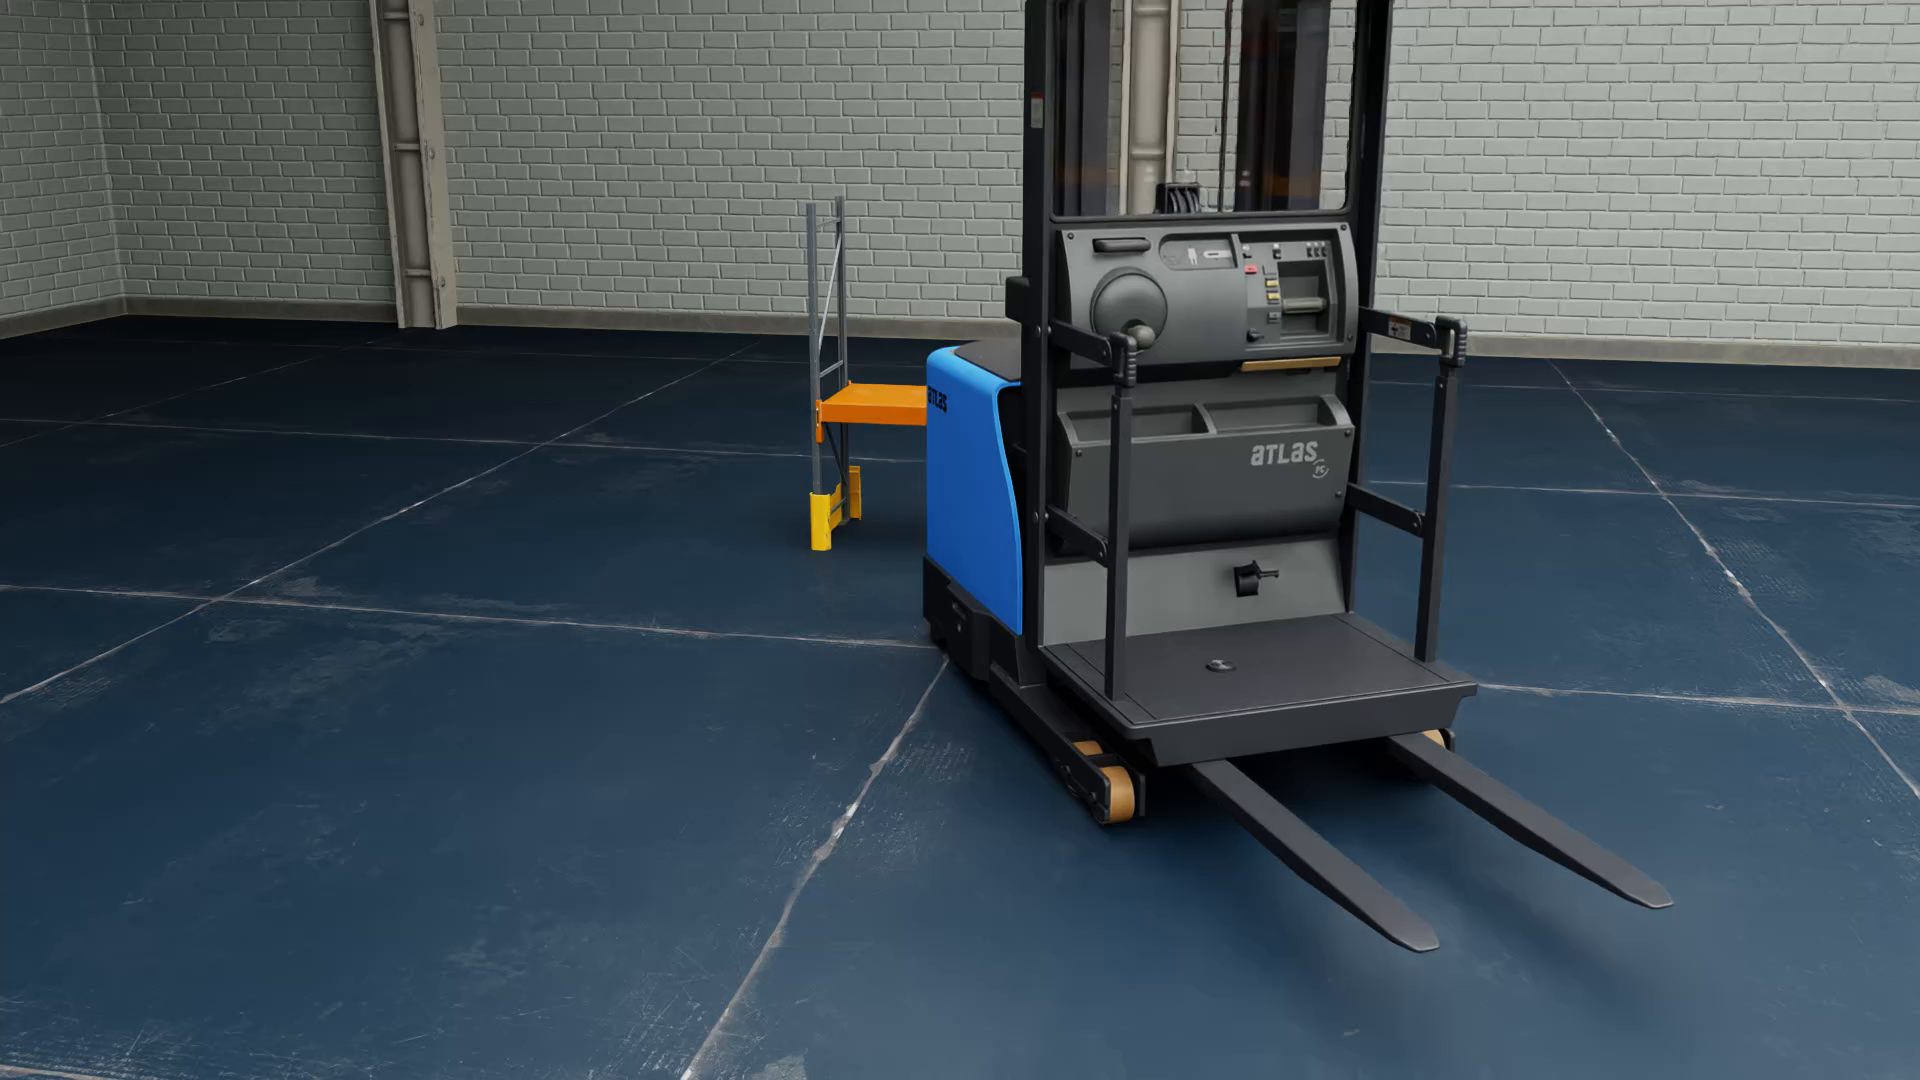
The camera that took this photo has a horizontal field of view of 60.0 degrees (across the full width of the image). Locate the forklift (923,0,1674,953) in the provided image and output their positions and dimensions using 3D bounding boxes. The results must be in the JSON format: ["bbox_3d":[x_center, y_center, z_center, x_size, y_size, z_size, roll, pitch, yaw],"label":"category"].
[{"bbox_3d":[0.809,-0.740,4.672,1.130,2.935,3.031,-5,16,-18],"label":"forklift"}]

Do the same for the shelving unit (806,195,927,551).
[{"bbox_3d":[-0.075,-0.727,7.306,1.083,1.500,0.587,3,16,11],"label":"shelving unit"}]

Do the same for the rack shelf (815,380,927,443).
[{"bbox_3d":[-0.084,-0.554,7.356,1.000,0.185,0.538,3,16,11],"label":"rack shelf"}]

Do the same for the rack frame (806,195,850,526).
[{"bbox_3d":[-0.582,-0.754,7.406,0.032,1.500,0.500,3,16,11],"label":"rack frame"}]

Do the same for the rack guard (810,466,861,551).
[{"bbox_3d":[-0.563,-0.151,7.569,0.087,0.250,0.587,3,16,11],"label":"rack guard"}]

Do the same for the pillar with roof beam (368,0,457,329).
[{"bbox_3d":[-5.329,-5.011,8.726,0.400,9.000,9.100,3,16,11],"label":"pillar with roof beam"}]

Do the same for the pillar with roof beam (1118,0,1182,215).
[{"bbox_3d":[0.551,-4.692,7.574,0.400,9.000,9.100,3,16,11],"label":"pillar with roof beam"}]
